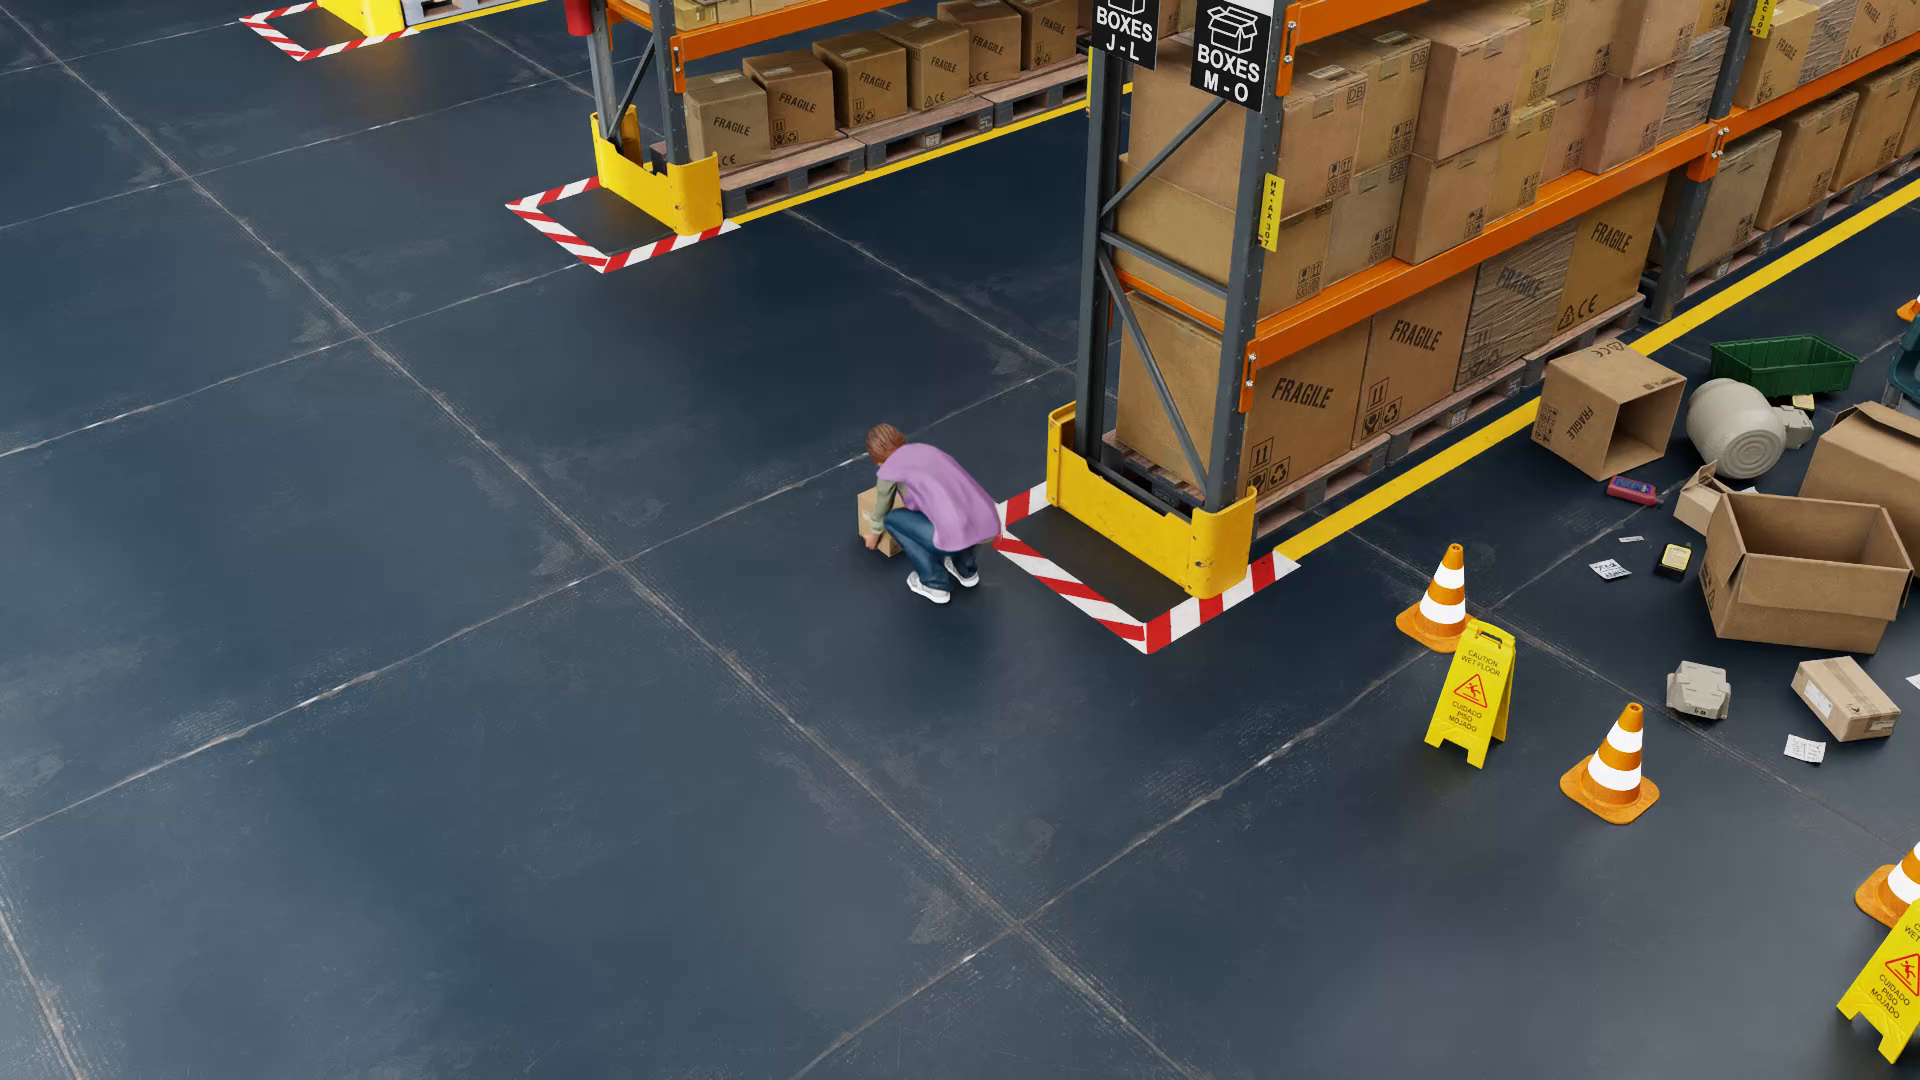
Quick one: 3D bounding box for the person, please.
[{"bbox_3d":[-0.152,-0.111,8.033,0.421,0.724,0.853,-23,42,-28],"label":"person"}]
